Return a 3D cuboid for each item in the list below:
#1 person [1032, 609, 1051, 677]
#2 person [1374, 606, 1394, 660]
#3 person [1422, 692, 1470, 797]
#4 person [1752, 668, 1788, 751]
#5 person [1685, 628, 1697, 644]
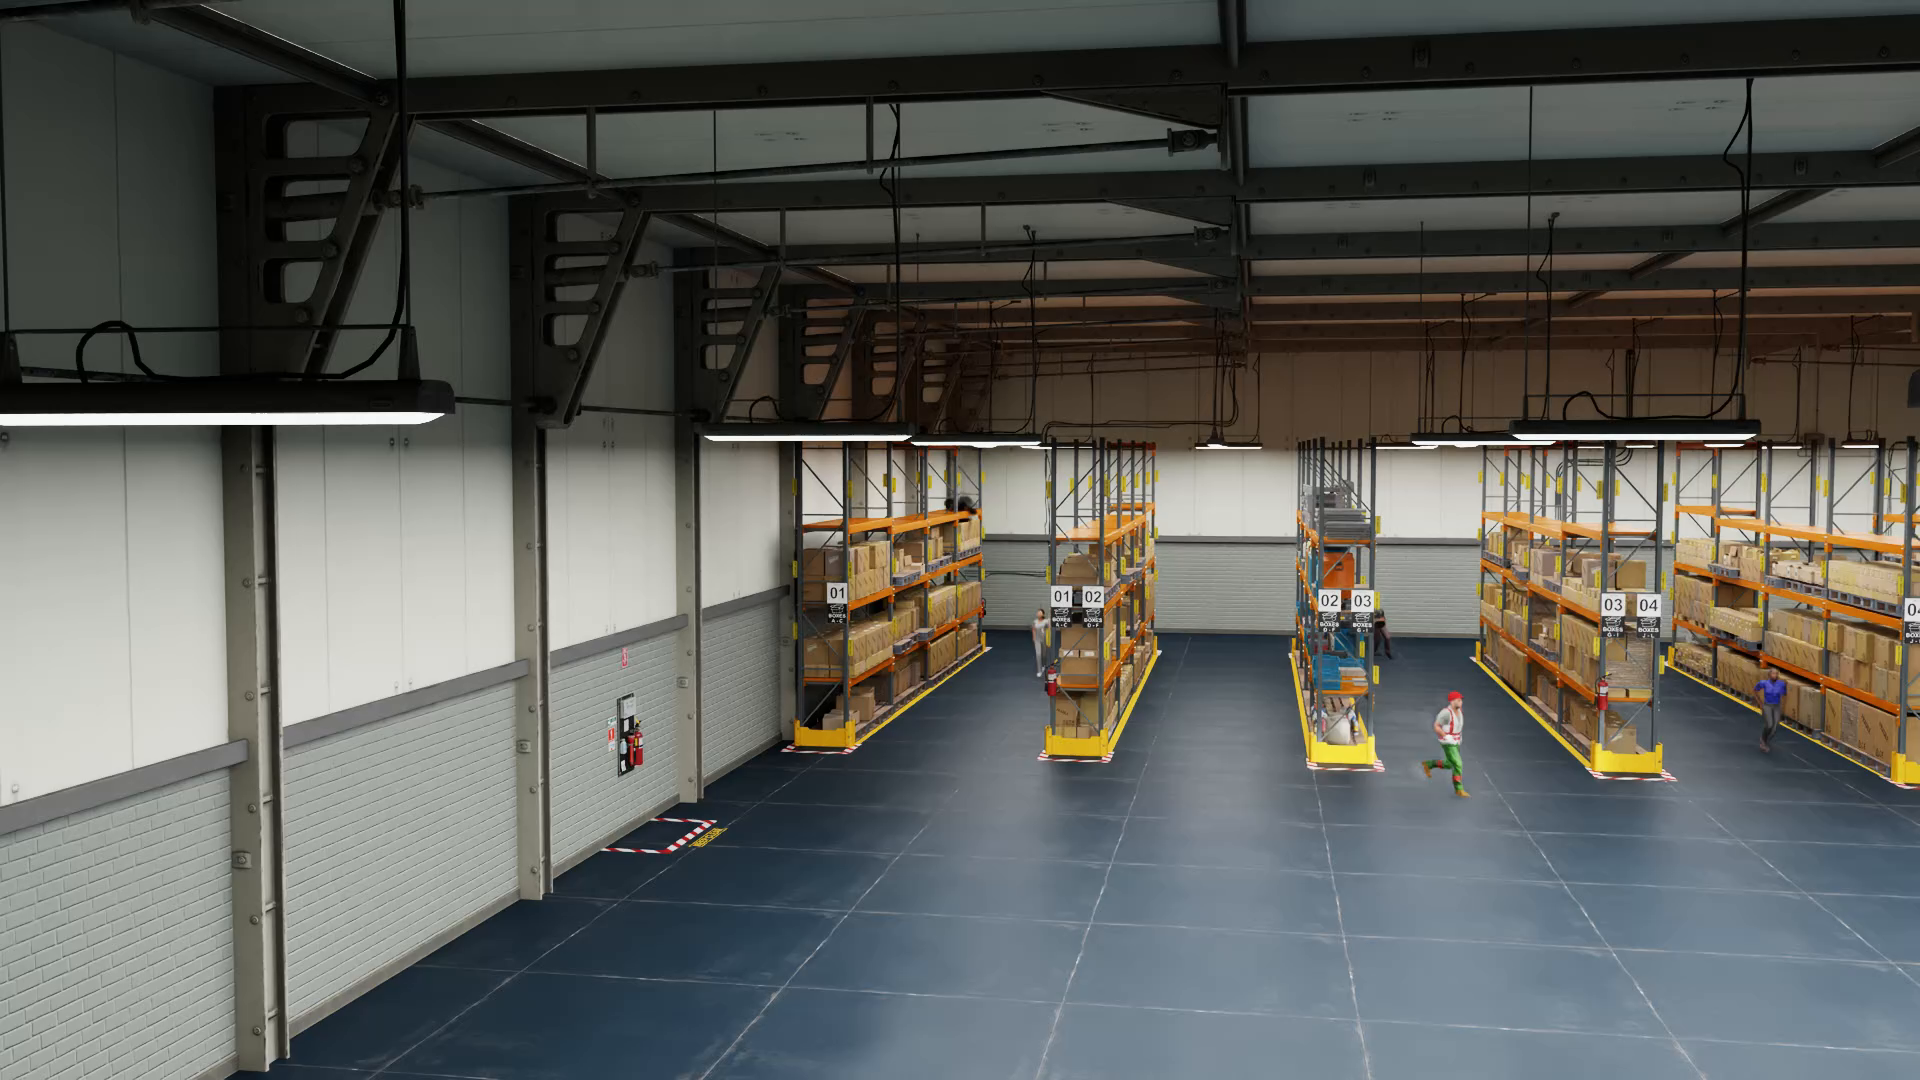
[{"bbox_3d":[2.057,2.567,41.839,0.563,1.663,0.802,1,3,14],"label":"person"},{"bbox_3d":[11.557,2.437,45.959,0.645,1.705,0.794,-1,3,-24],"label":"person"},{"bbox_3d":[8.143,3.395,27.882,0.669,1.764,0.885,-3,4,-44],"label":"person"},{"bbox_3d":[15.426,3.228,31.606,0.570,1.608,0.660,0,3,5],"label":"person"},{"bbox_3d":[20.328,2.445,46.153,0.789,1.707,0.641,-1,3,-17],"label":"person"}]
